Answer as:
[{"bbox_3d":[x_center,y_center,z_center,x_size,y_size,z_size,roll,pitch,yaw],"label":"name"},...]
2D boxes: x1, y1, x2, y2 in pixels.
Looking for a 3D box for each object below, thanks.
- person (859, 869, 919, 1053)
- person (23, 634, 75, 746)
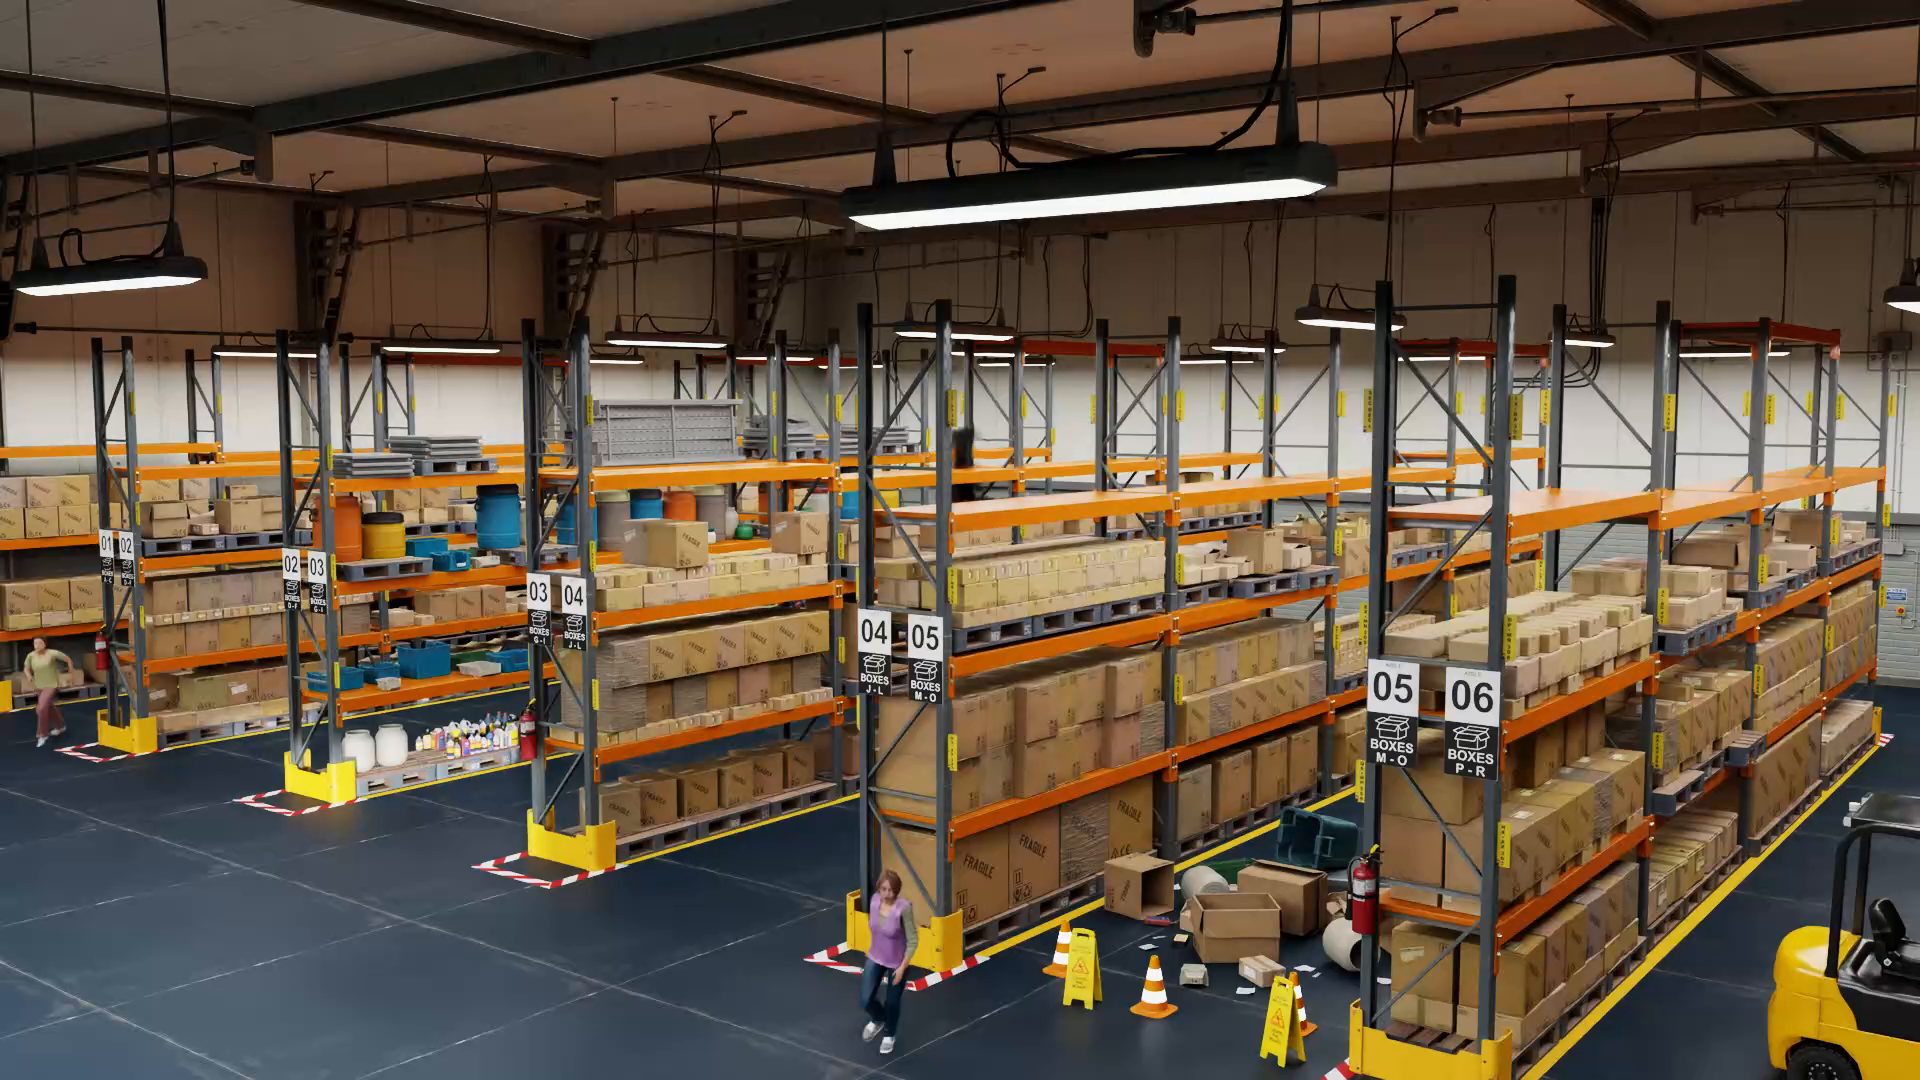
[{"bbox_3d":[-0.550,3.279,12.902,0.536,1.542,0.652,1,5,16],"label":"person"},{"bbox_3d":[-13.573,2.212,24.804,0.561,1.670,0.839,1,5,8],"label":"person"}]
